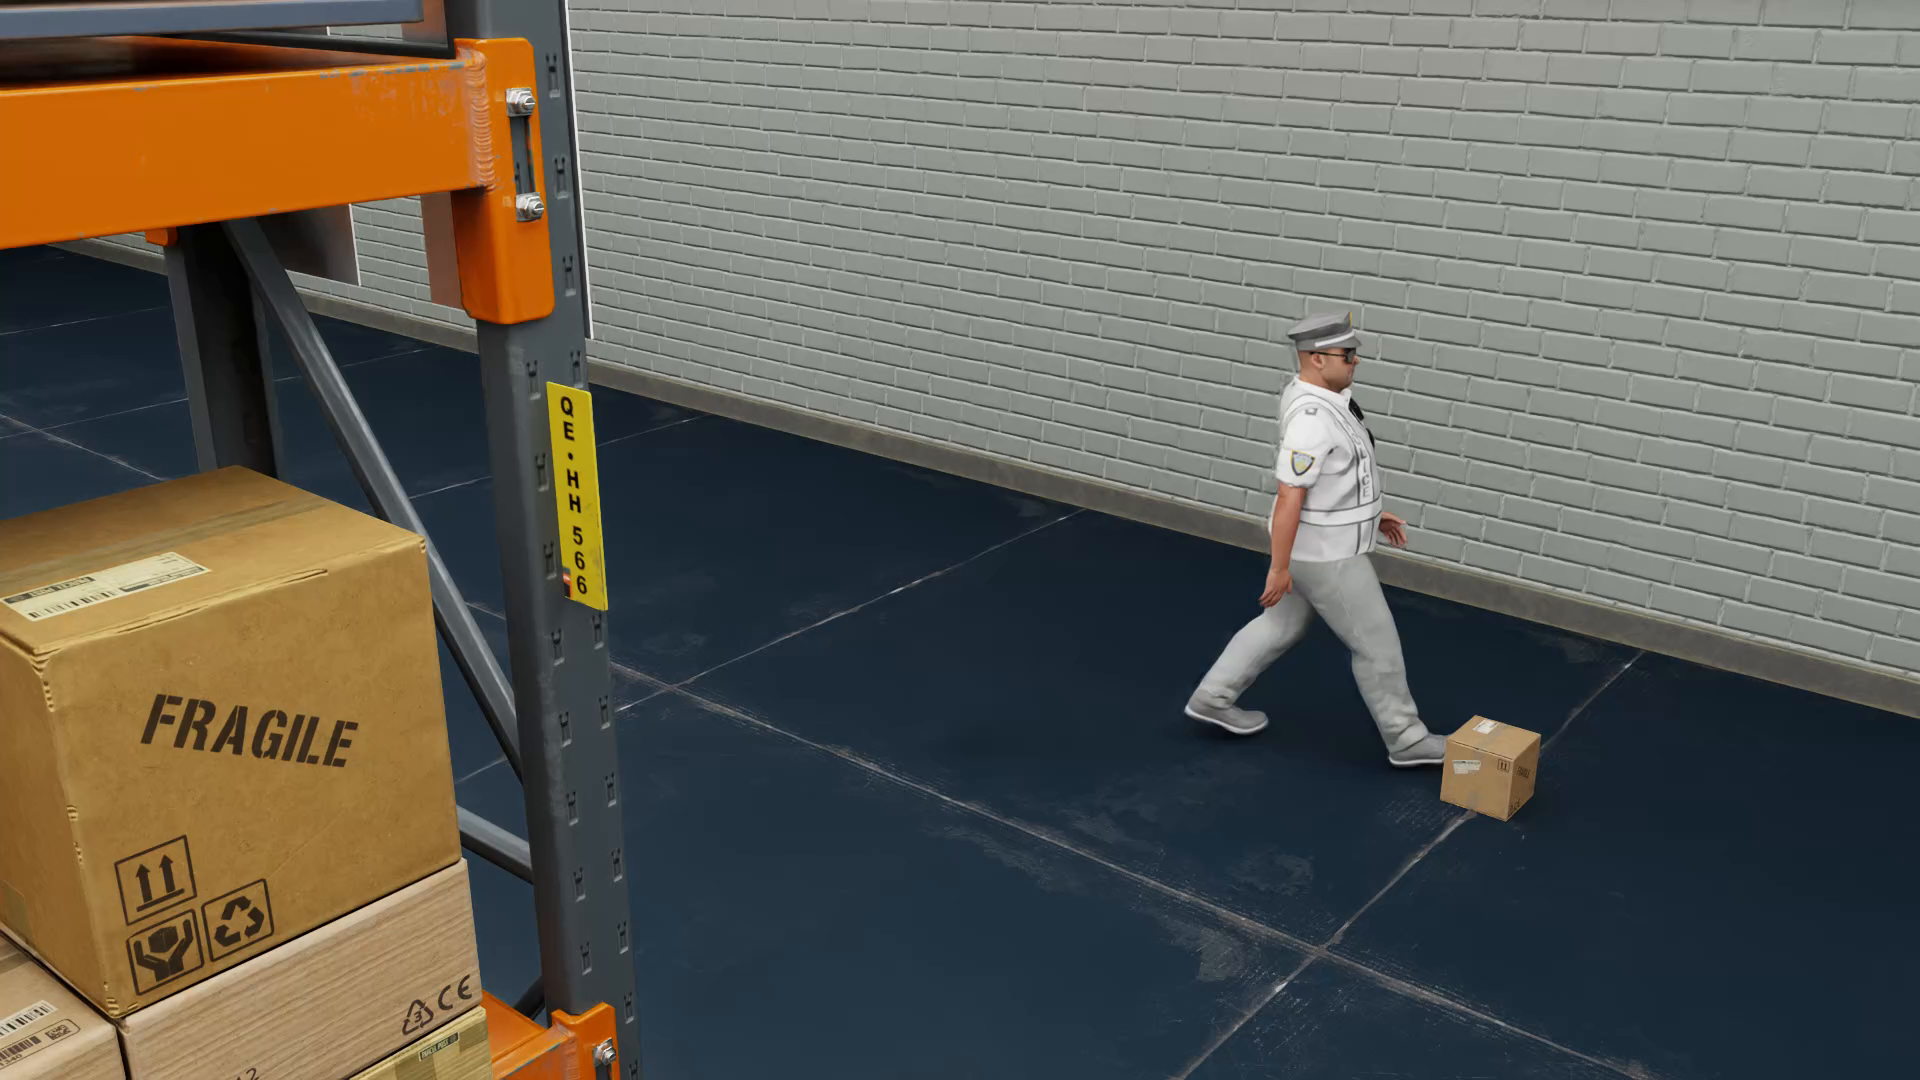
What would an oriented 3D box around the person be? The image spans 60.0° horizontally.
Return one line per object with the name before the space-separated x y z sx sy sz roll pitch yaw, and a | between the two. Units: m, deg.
person | 1.402 -0.009 6.089 1.071 1.708 0.544 2 20 4
